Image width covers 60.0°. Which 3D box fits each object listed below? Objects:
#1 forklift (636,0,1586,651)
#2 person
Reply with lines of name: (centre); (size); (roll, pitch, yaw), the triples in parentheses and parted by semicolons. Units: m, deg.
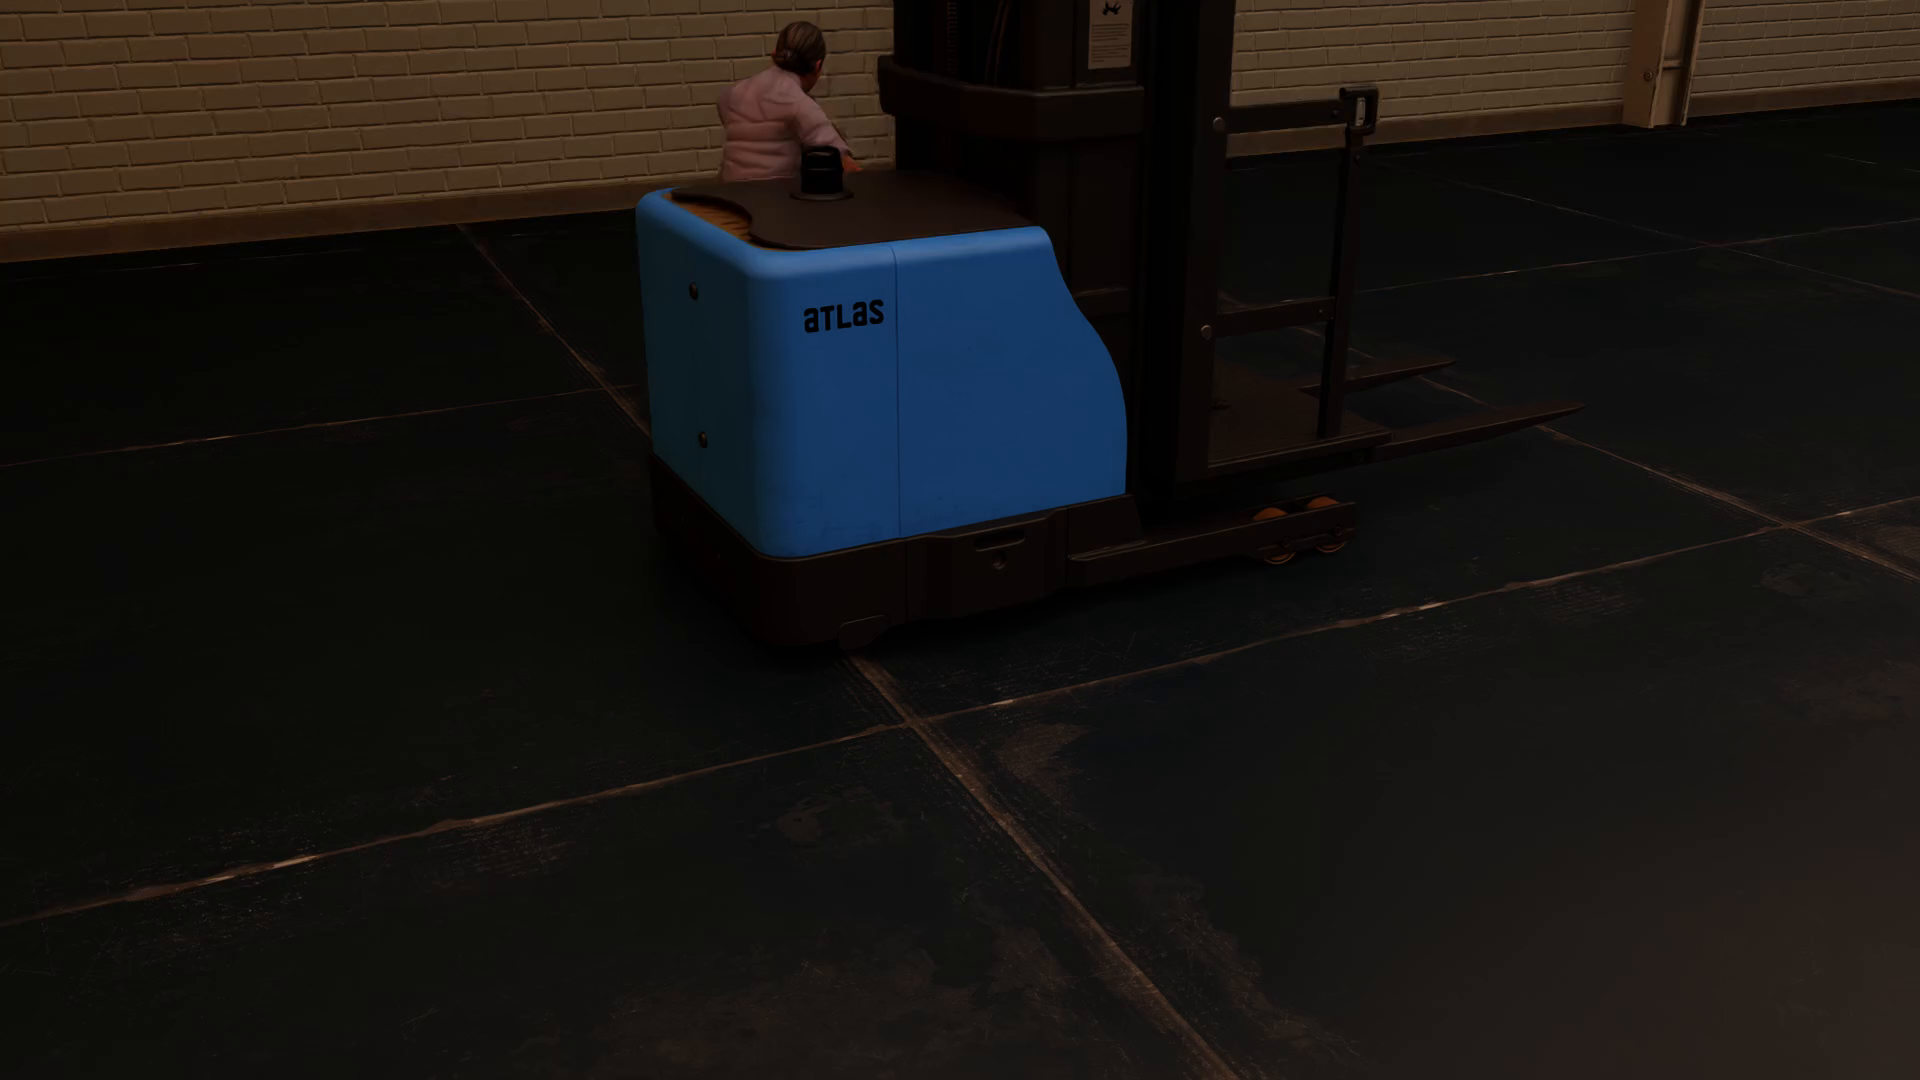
forklift: (0.623, -1.447, 4.770); (3.031, 2.935, 1.130); (-11, 25, -25)
person: (-0.399, -1.048, 5.785); (1.226, 1.427, 0.867); (18, 29, 37)
